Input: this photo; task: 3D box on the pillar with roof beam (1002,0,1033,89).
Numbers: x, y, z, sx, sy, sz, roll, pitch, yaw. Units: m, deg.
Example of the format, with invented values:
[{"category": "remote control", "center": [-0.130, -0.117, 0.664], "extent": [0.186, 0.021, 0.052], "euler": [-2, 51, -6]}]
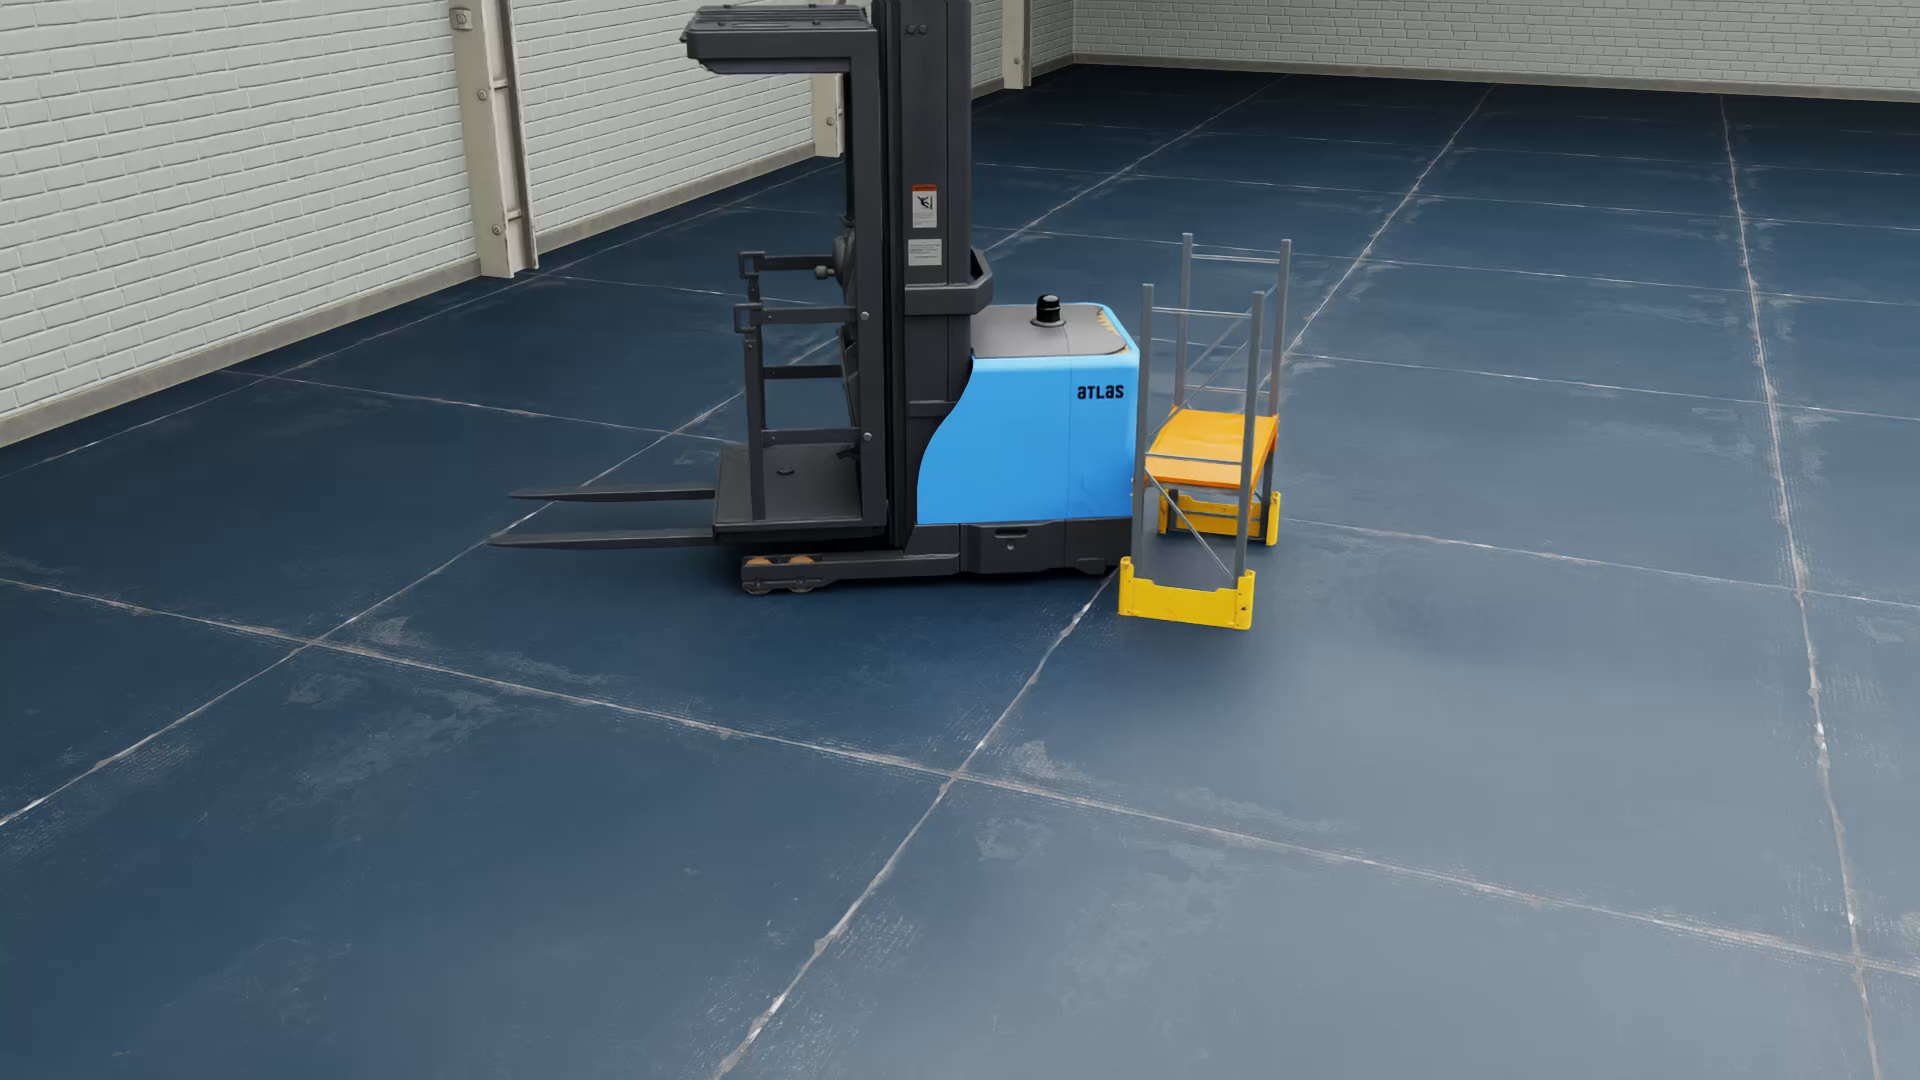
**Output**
[{"category": "pillar with roof beam", "center": [4.804, -10.006, 20.529], "extent": [9.100, 9.000, 0.400], "euler": [9, 24, 20]}]

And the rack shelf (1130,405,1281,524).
[{"category": "rack shelf", "center": [1.143, -0.364, 7.643], "extent": [0.538, 0.185, 1.000], "euler": [6, 24, 15]}]

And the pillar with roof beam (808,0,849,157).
[{"category": "pillar with roof beam", "center": [2.575, -7.859, 15.389], "extent": [9.100, 9.000, 0.400], "euler": [9, 24, 20]}]

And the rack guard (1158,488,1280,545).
[{"category": "rack guard", "center": [1.281, -0.134, 8.247], "extent": [0.587, 0.250, 0.087], "euler": [6, 24, 15]}]

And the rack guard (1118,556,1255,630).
[{"category": "rack guard", "center": [1.000, 0.234, 7.365], "extent": [0.587, 0.250, 0.087], "euler": [6, 24, 15]}]

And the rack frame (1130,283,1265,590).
[{"category": "rack frame", "center": [0.999, -0.342, 7.123], "extent": [0.500, 1.500, 0.032], "euler": [6, 24, 15]}]

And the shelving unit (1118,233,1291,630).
[{"category": "shelving unit", "center": [1.140, -0.527, 7.565], "extent": [0.587, 1.500, 1.083], "euler": [6, 24, 15]}]

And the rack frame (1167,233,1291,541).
[{"category": "rack frame", "center": [1.287, -0.718, 8.023], "extent": [0.500, 1.500, 0.032], "euler": [6, 24, 15]}]

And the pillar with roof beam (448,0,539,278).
[{"category": "pillar with roof beam", "center": [0.346, -5.712, 10.249], "extent": [9.100, 9.000, 0.400], "euler": [9, 24, 20]}]

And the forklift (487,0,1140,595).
[{"category": "forklift", "center": [-0.697, -1.315, 7.594], "extent": [3.031, 2.935, 1.130], "euler": [-2, 23, -5]}]
